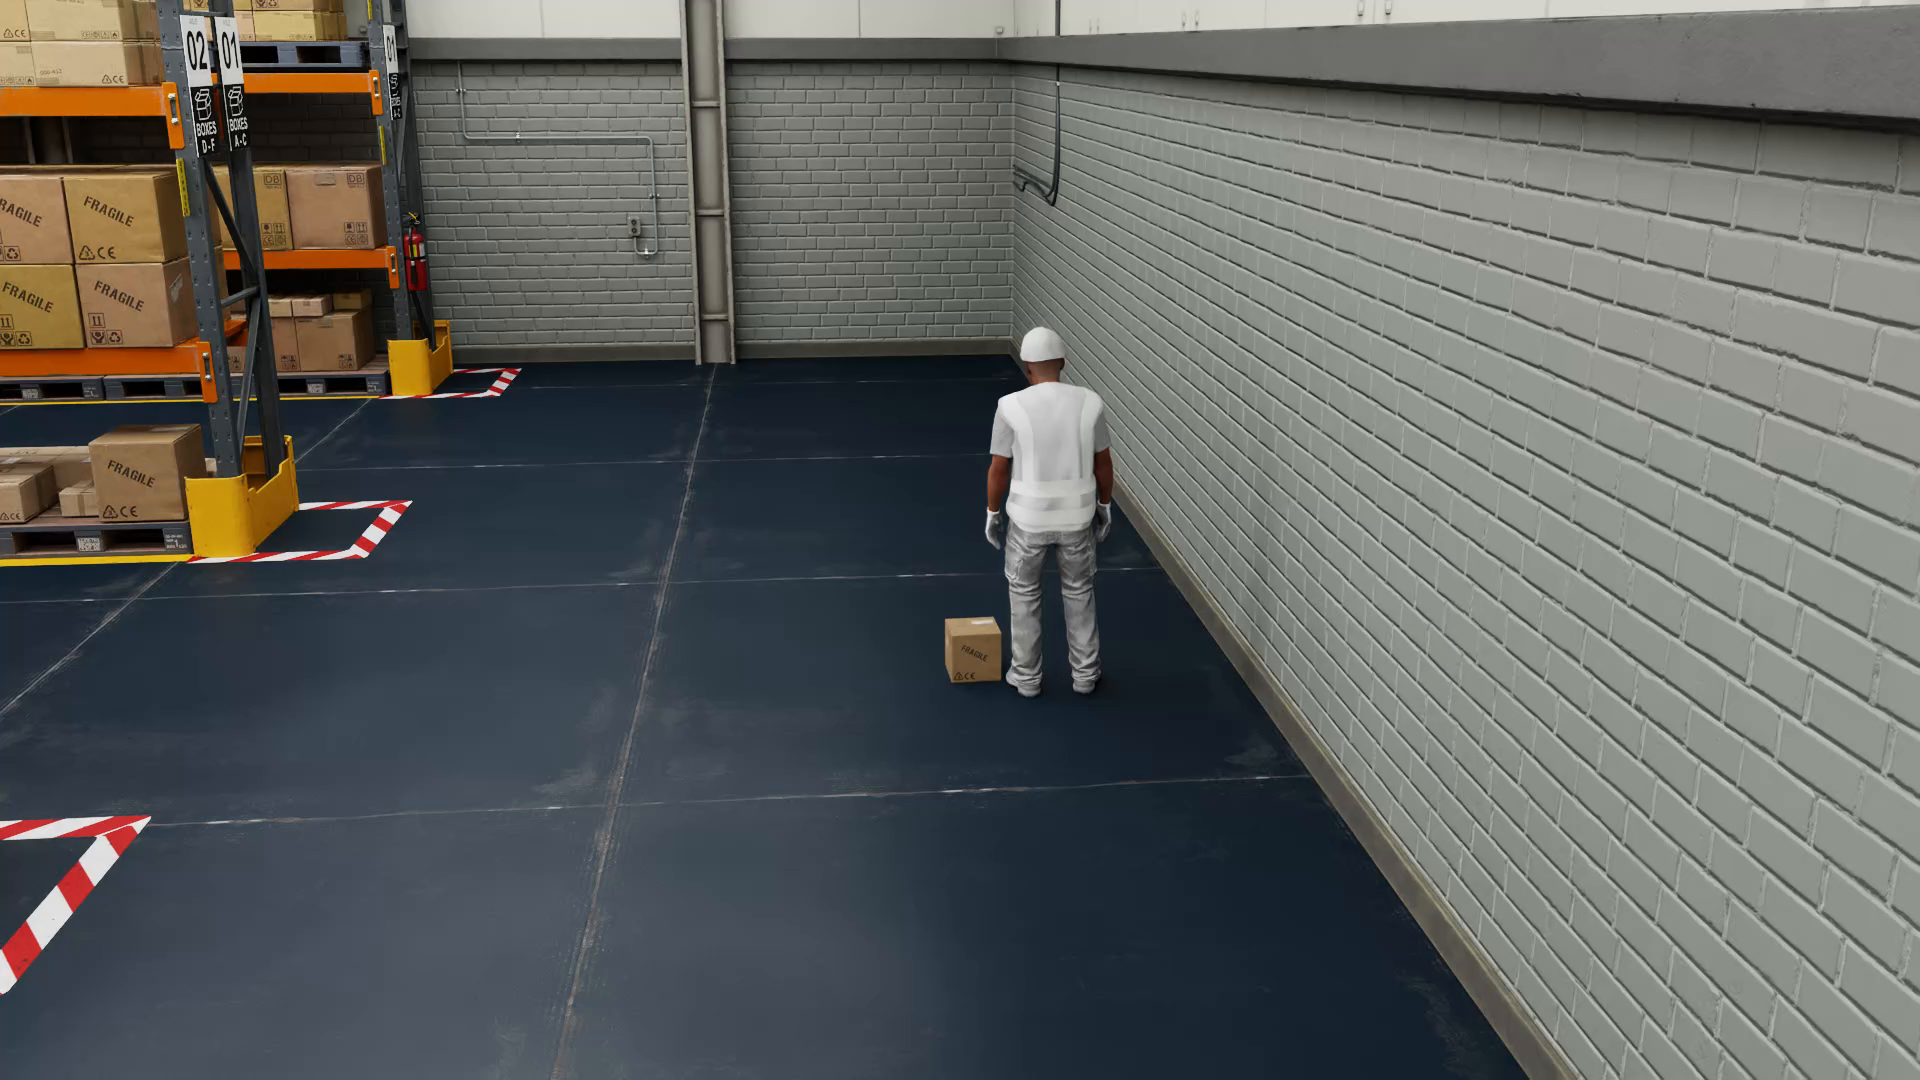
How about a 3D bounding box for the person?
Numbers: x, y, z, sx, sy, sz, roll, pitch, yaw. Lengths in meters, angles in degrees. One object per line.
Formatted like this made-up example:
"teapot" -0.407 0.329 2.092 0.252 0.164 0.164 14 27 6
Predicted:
"person" 0.426 -0.124 7.939 0.620 1.773 0.449 -3 17 -9
